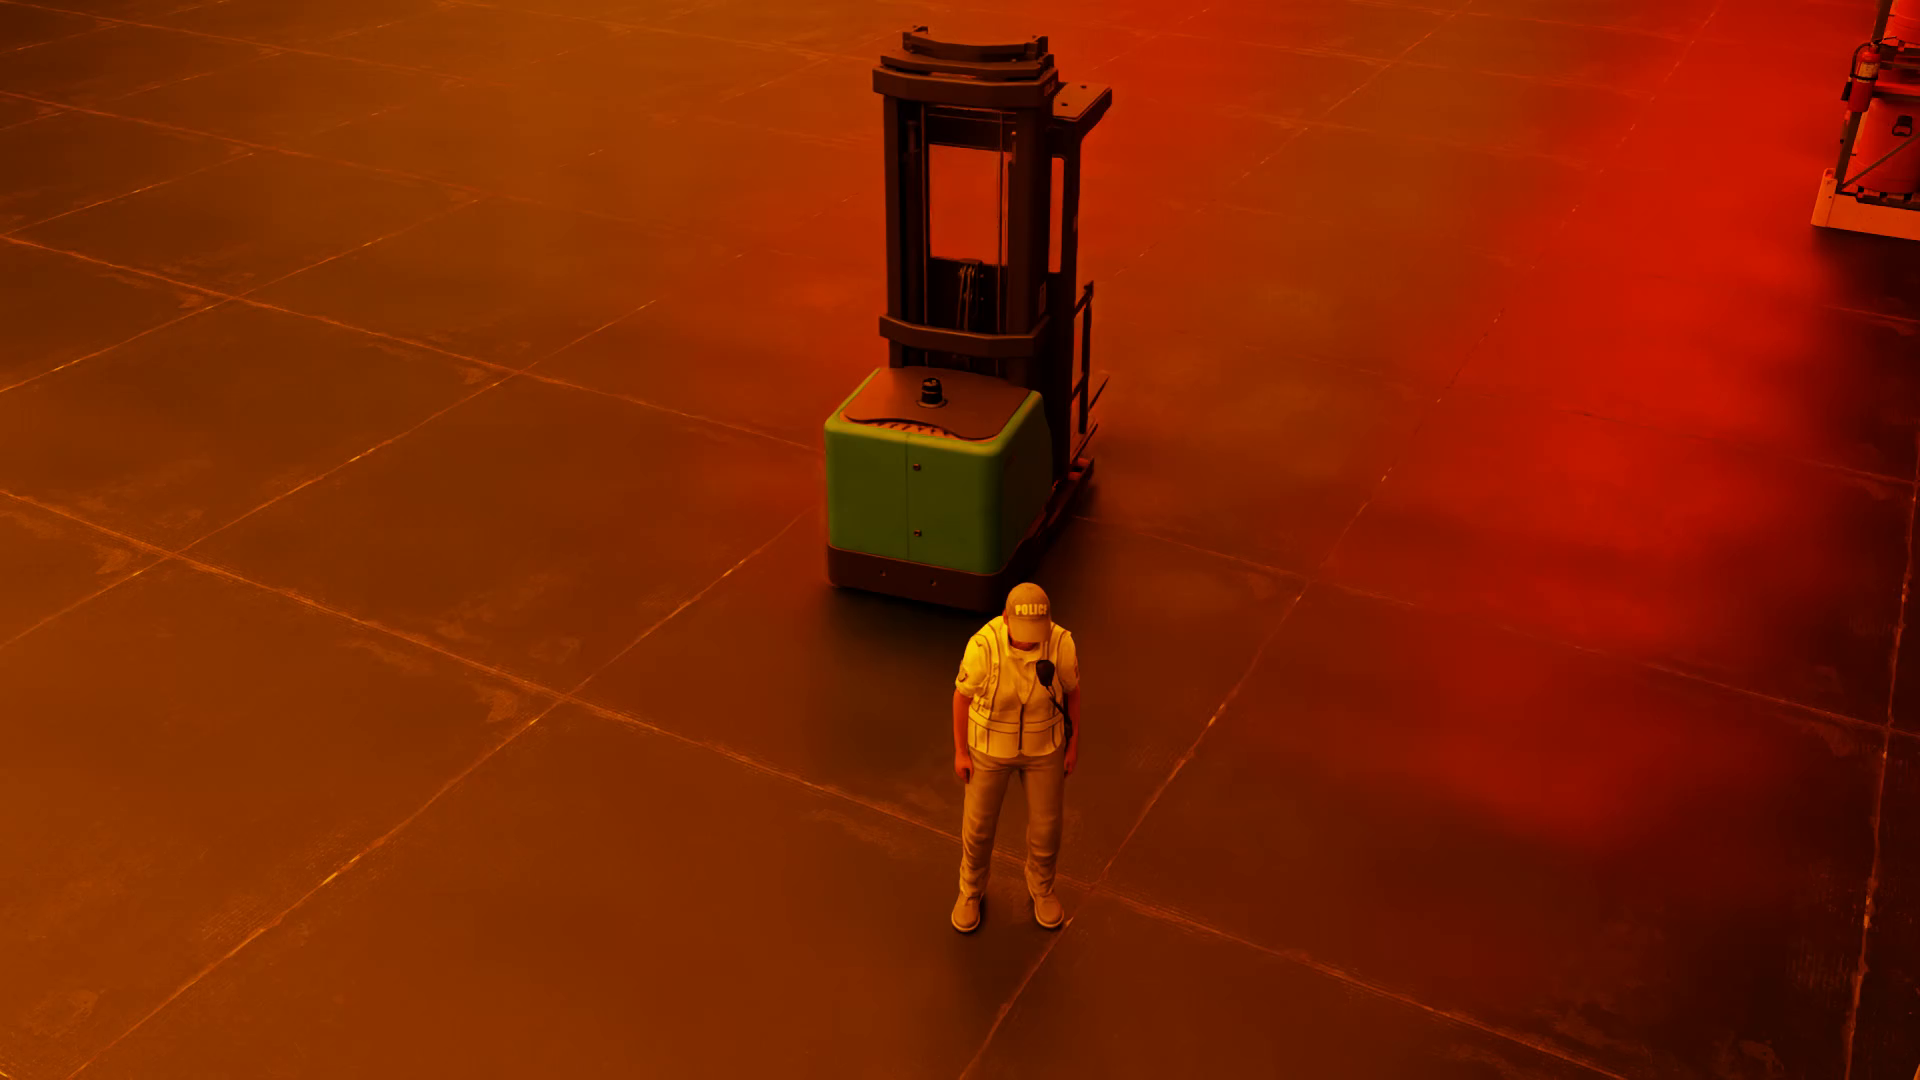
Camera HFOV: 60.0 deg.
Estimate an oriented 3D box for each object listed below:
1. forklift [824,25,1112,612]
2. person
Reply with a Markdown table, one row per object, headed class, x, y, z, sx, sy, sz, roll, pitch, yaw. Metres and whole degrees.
| class | x | y | z | sx | sy | sz | roll | pitch | yaw |
| --- | --- | --- | --- | --- | --- | --- | --- | --- | --- |
| forklift | 0.217 | -1.593 | 9.831 | 1.130 | 2.935 | 3.031 | 10 | 31 | 17 |
| person | 0.227 | 0.873 | 6.829 | 0.542 | 1.665 | 0.469 | -2 | 30 | -4 |
